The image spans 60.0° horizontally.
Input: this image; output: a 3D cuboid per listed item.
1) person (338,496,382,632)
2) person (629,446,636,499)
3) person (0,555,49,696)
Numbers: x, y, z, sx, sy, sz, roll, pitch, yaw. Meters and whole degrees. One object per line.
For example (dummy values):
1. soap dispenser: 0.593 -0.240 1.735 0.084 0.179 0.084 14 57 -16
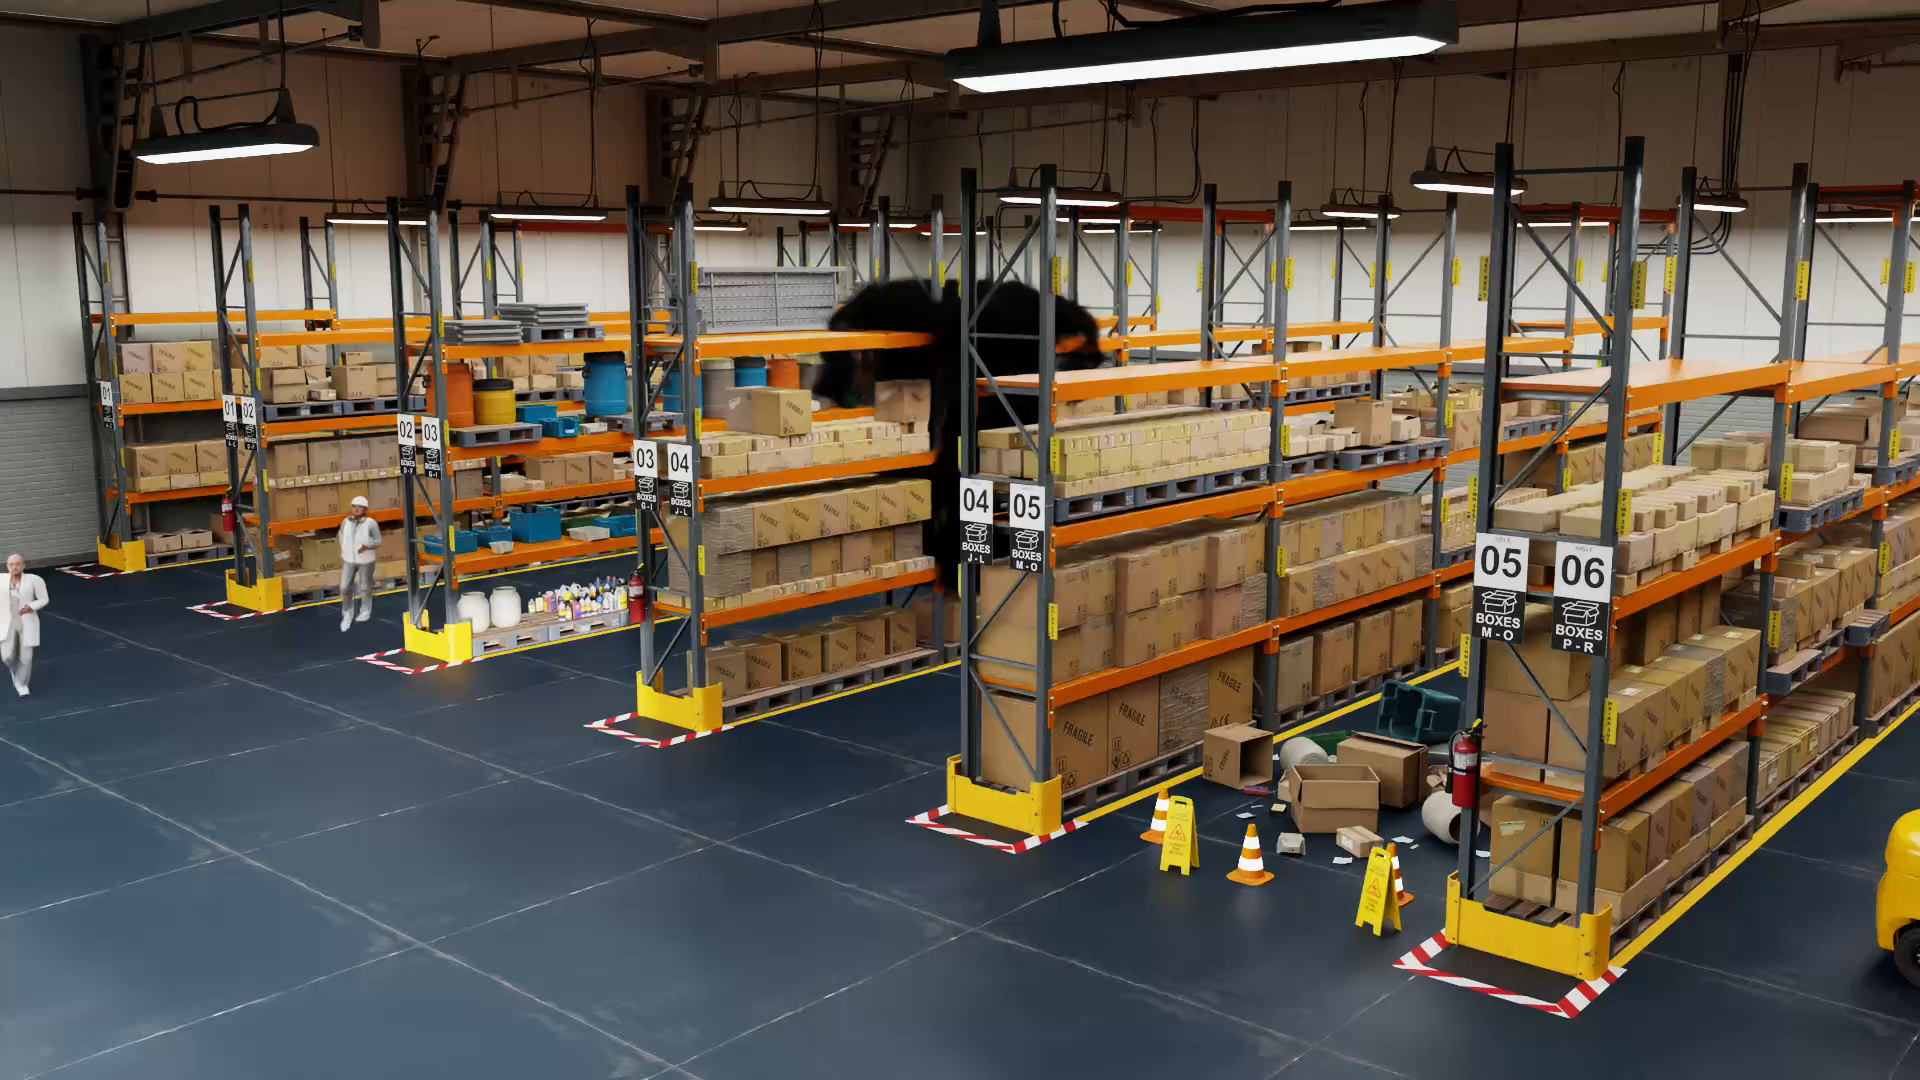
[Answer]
1. person: -8.150 0.318 22.548 0.644 1.843 0.718 0 9 -1
2. person: -6.502 -1.326 33.997 0.658 1.743 0.632 5 11 27
3. person: -11.259 1.031 19.855 0.703 1.729 0.673 -4 10 -24
